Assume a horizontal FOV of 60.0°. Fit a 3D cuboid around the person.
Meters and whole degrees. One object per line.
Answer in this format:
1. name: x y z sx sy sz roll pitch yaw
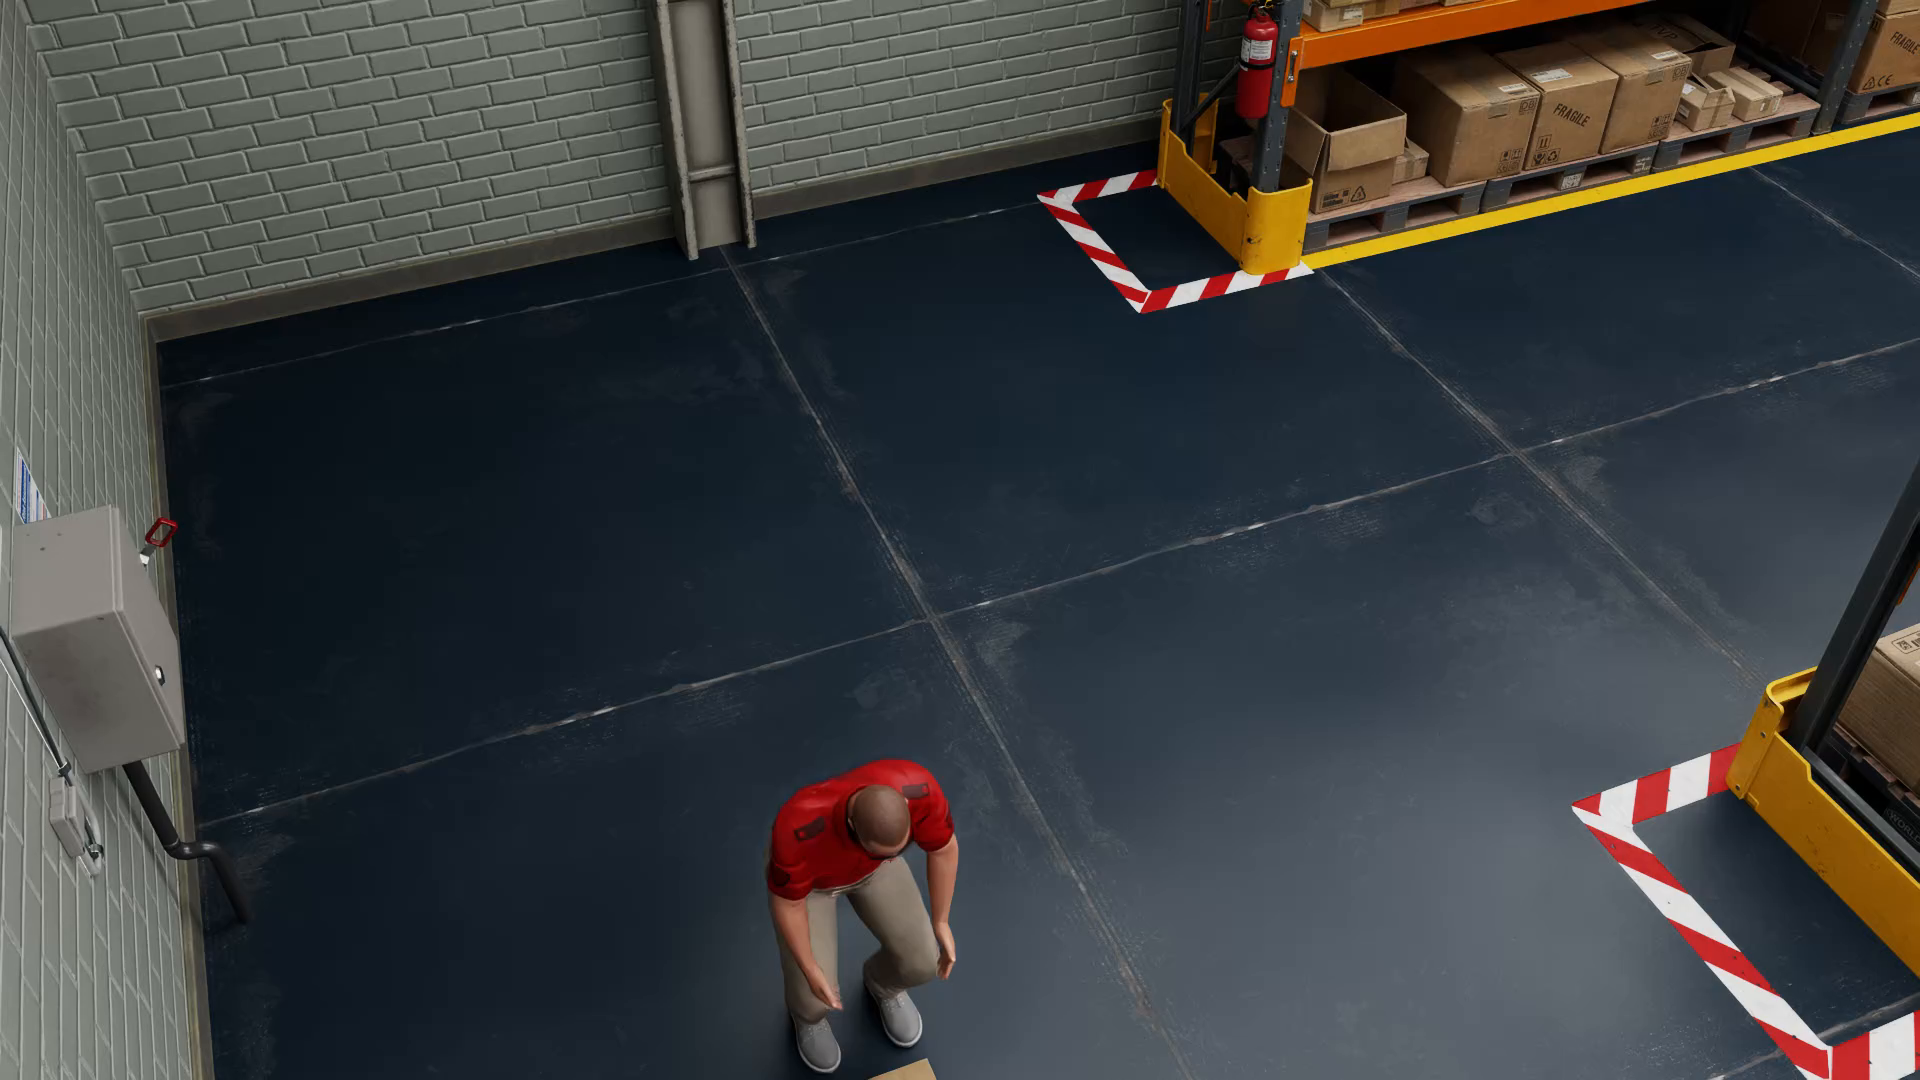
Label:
1. person: -0.311 1.097 5.137 0.588 1.467 0.666 -15 44 -16
